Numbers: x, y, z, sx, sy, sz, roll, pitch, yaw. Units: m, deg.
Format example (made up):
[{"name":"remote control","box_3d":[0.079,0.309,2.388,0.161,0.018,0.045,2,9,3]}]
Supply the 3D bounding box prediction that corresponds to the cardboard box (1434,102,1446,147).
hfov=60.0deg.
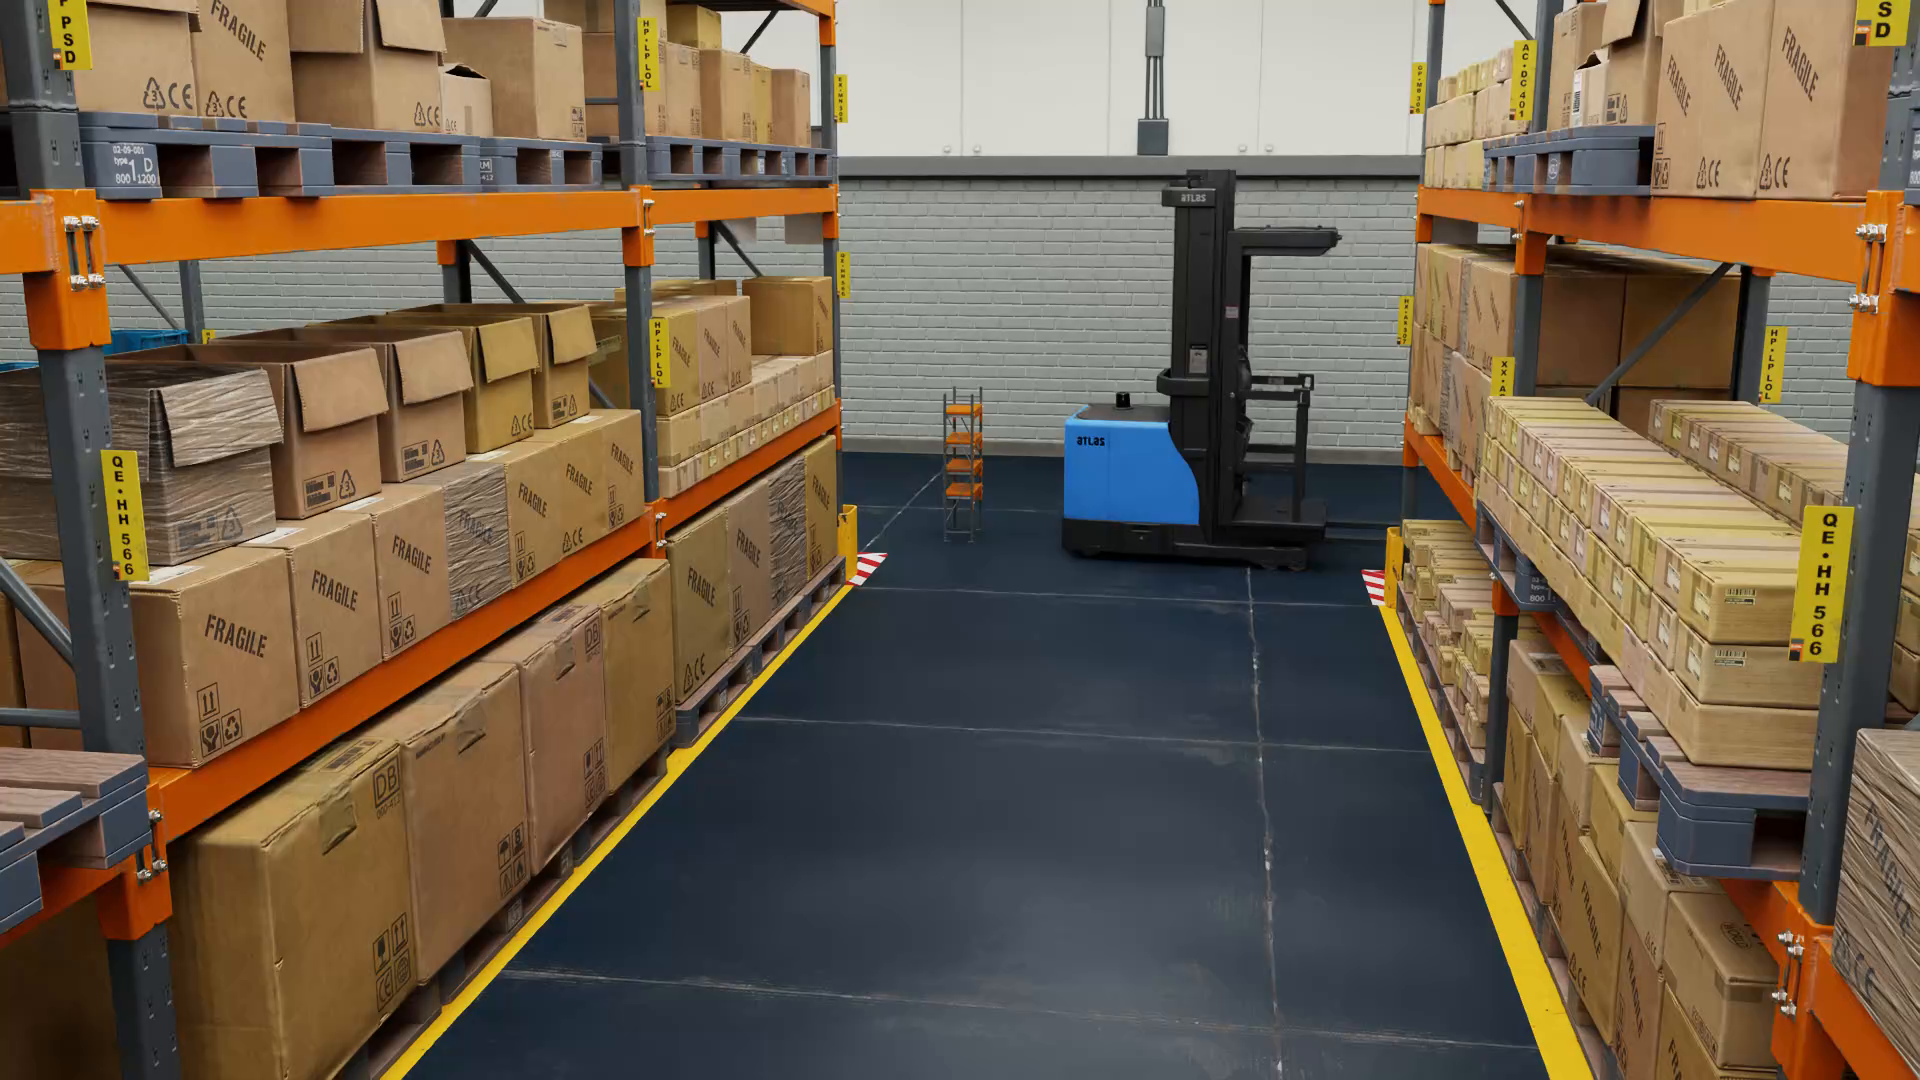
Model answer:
[{"name":"cardboard box","box_3d":[3.121,-2.476,9.913,0.500,0.250,0.500,2,12,8]}]

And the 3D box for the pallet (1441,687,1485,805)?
[{"name":"pallet","box_3d":[2.978,1.024,8.239,1.003,0.211,1.213,2,12,9]}]

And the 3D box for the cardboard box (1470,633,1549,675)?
[{"name":"cardboard box","box_3d":[2.707,0.563,8.120,0.380,0.149,0.250,2,12,9]}]

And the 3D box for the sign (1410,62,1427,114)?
[{"name":"sign","box_3d":[2.989,-2.942,10.828,0.100,0.325,0.005,2,12,9]}]

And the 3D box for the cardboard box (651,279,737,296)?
[{"name":"cardboard box","box_3d":[-1.778,-1.456,10.998,0.500,0.500,0.500,2,12,7]}]

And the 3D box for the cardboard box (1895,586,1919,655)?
[{"name":"cardboard box","box_3d":[2.645,0.201,4.335,0.380,0.149,0.250,1,12,7]}]

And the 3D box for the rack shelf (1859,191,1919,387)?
[{"name":"rack shelf","box_3d":[1.987,-0.063,1.255,1.077,0.370,4.000,2,12,9]}]

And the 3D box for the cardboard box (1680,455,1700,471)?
[{"name":"cardboard box","box_3d":[2.963,-0.230,6.334,0.380,0.149,0.250,2,12,11]}]

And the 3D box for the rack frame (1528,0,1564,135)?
[{"name":"rack frame","box_3d":[2.910,-3.130,6.659,1.000,3.000,0.127,2,12,9]}]

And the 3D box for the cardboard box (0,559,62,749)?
[{"name":"cardboard box","box_3d":[-2.760,0.294,4.774,0.500,0.500,0.500,2,12,10]}]

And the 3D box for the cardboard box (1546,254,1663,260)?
[{"name":"cardboard box","box_3d":[3.473,-1.286,9.024,0.500,0.500,0.500,1,12,7]}]

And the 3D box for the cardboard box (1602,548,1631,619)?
[{"name":"cardboard box","box_3d":[2.037,0.127,4.678,0.380,0.149,0.250,2,12,9]}]

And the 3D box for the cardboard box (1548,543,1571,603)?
[{"name":"cardboard box","box_3d":[2.157,0.111,5.457,0.380,0.149,0.250,1,12,6]}]

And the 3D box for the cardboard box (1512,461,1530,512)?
[{"name":"cardboard box","box_3d":[2.278,-0.197,6.179,0.380,0.149,0.250,1,12,6]}]

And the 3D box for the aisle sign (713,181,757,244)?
[{"name":"aisle sign","box_3d":[-1.646,-2.508,11.839,0.394,0.787,0.004,2,12,9]}]

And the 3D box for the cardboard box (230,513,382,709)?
[{"name":"cardboard box","box_3d":[-2.170,0.204,5.187,0.500,0.500,0.500,2,12,7]}]

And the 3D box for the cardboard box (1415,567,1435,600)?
[{"name":"cardboard box","box_3d":[2.996,0.272,10.175,0.380,0.149,0.250,2,12,10]}]

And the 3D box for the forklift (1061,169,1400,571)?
[{"name":"forklift","box_3d":[2.360,-1.326,12.690,3.031,2.935,1.130,3,12,13]}]

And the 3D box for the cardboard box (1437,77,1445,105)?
[{"name":"cardboard box","box_3d":[3.079,-2.696,9.987,0.380,0.149,0.250,2,12,9]}]

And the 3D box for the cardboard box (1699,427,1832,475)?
[{"name":"cardboard box","box_3d":[2.918,-0.317,6.031,0.380,0.149,0.250,2,12,8]}]

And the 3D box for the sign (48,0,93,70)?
[{"name":"sign","box_3d":[-2.055,-1.248,3.817,0.100,0.325,0.005,2,12,9]}]

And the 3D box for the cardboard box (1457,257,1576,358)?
[{"name":"cardboard box","box_3d":[2.882,-1.201,8.631,0.500,0.500,0.500,2,12,10]}]

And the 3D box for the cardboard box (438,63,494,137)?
[{"name":"cardboard box","box_3d":[-2.233,-1.782,6.737,0.500,0.311,0.500,1,12,7]}]

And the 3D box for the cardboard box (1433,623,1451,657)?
[{"name":"cardboard box","box_3d":[2.903,0.579,9.457,0.380,0.149,0.250,2,12,9]}]

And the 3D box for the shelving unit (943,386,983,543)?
[{"name":"shelving unit","box_3d":[0.025,-0.621,13.527,0.258,1.200,0.503,2,12,9]}]

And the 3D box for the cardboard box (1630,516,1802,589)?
[{"name":"cardboard box","box_3d":[1.998,0.038,4.384,0.380,0.149,0.250,2,12,10]}]

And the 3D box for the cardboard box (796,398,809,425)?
[{"name":"cardboard box","box_3d":[-1.208,-0.846,10.895,0.380,0.149,0.250,2,12,10]}]

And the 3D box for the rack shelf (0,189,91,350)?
[{"name":"rack shelf","box_3d":[-2.899,-0.245,2.099,1.077,0.370,4.000,2,12,9]}]

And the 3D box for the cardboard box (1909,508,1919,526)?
[{"name":"cardboard box","box_3d":[2.679,0.010,4.516,0.380,0.149,0.250,1,12,6]}]

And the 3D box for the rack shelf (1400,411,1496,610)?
[{"name":"rack shelf","box_3d":[3.217,-0.262,9.299,1.077,0.370,4.000,2,12,9]}]

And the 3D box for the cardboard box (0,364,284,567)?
[{"name":"cardboard box","box_3d":[-2.463,-0.238,4.858,0.797,0.503,0.637,2,12,11]}]

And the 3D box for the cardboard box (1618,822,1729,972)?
[{"name":"cardboard box","box_3d":[2.207,1.029,4.757,0.500,0.250,0.500,2,12,9]}]

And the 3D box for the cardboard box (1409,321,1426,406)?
[{"name":"cardboard box","box_3d":[3.183,-1.140,10.721,0.500,0.500,0.500,2,12,11]}]

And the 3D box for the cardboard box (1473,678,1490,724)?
[{"name":"cardboard box","box_3d":[2.644,0.769,7.868,0.380,0.149,0.250,2,12,10]}]

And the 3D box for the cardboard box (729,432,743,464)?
[{"name":"cardboard box","box_3d":[-1.444,-0.525,9.406,0.380,0.149,0.250,2,12,8]}]

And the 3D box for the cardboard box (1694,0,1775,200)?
[{"name":"cardboard box","box_3d":[2.195,-1.112,4.176,0.500,0.500,0.500,2,12,9]}]

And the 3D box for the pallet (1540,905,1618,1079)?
[{"name":"pallet","box_3d":[2.606,1.582,5.651,1.003,0.211,1.213,2,12,9]}]

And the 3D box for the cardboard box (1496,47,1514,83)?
[{"name":"cardboard box","box_3d":[2.714,-2.212,7.739,0.380,0.149,0.250,2,12,9]}]

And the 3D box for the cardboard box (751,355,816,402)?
[{"name":"cardboard box","box_3d":[-1.252,-1.069,10.985,0.500,0.250,0.500,2,12,8]}]

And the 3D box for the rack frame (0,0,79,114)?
[{"name":"rack frame","box_3d":[-2.591,-2.480,3.639,1.000,3.000,0.127,2,12,9]}]

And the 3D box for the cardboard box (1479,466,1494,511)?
[{"name":"cardboard box","box_3d":[2.395,-0.213,6.962,0.380,0.149,0.250,1,12,6]}]

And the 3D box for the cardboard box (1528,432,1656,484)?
[{"name":"cardboard box","box_3d":[2.236,-0.287,5.894,0.380,0.149,0.250,2,12,8]}]

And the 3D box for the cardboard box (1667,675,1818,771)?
[{"name":"cardboard box","box_3d":[1.916,0.435,3.955,0.380,0.149,0.250,2,12,10]}]

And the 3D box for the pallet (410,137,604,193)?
[{"name":"pallet","box_3d":[-2.068,-1.560,6.946,0.805,0.209,1.217,1,12,6]}]

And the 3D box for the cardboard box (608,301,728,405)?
[{"name":"cardboard box","box_3d":[-1.566,-1.012,8.939,0.500,0.500,0.500,2,12,9]}]

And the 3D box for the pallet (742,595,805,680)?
[{"name":"pallet","box_3d":[-1.596,0.573,10.333,1.003,0.211,1.213,2,12,9]}]

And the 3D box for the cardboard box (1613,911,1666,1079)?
[{"name":"cardboard box","box_3d":[2.221,1.398,4.822,0.500,0.500,0.500,2,12,11]}]

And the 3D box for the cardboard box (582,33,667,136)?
[{"name":"cardboard box","box_3d":[-1.915,-2.314,8.518,0.700,0.500,0.500,1,12,5]}]

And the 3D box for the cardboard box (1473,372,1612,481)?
[{"name":"cardboard box","box_3d":[2.705,-0.502,7.759,0.500,0.500,0.500,2,12,9]}]

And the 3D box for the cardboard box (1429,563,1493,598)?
[{"name":"cardboard box","box_3d":[2.926,0.240,9.619,0.380,0.149,0.250,2,12,10]}]

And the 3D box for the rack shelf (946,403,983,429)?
[{"name":"rack shelf","box_3d":[0.025,-1.005,13.444,0.258,0.148,0.480,2,12,9]}]

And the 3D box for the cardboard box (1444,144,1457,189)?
[{"name":"cardboard box","box_3d":[3.051,-2.121,9.452,0.500,0.250,0.500,1,12,7]}]
